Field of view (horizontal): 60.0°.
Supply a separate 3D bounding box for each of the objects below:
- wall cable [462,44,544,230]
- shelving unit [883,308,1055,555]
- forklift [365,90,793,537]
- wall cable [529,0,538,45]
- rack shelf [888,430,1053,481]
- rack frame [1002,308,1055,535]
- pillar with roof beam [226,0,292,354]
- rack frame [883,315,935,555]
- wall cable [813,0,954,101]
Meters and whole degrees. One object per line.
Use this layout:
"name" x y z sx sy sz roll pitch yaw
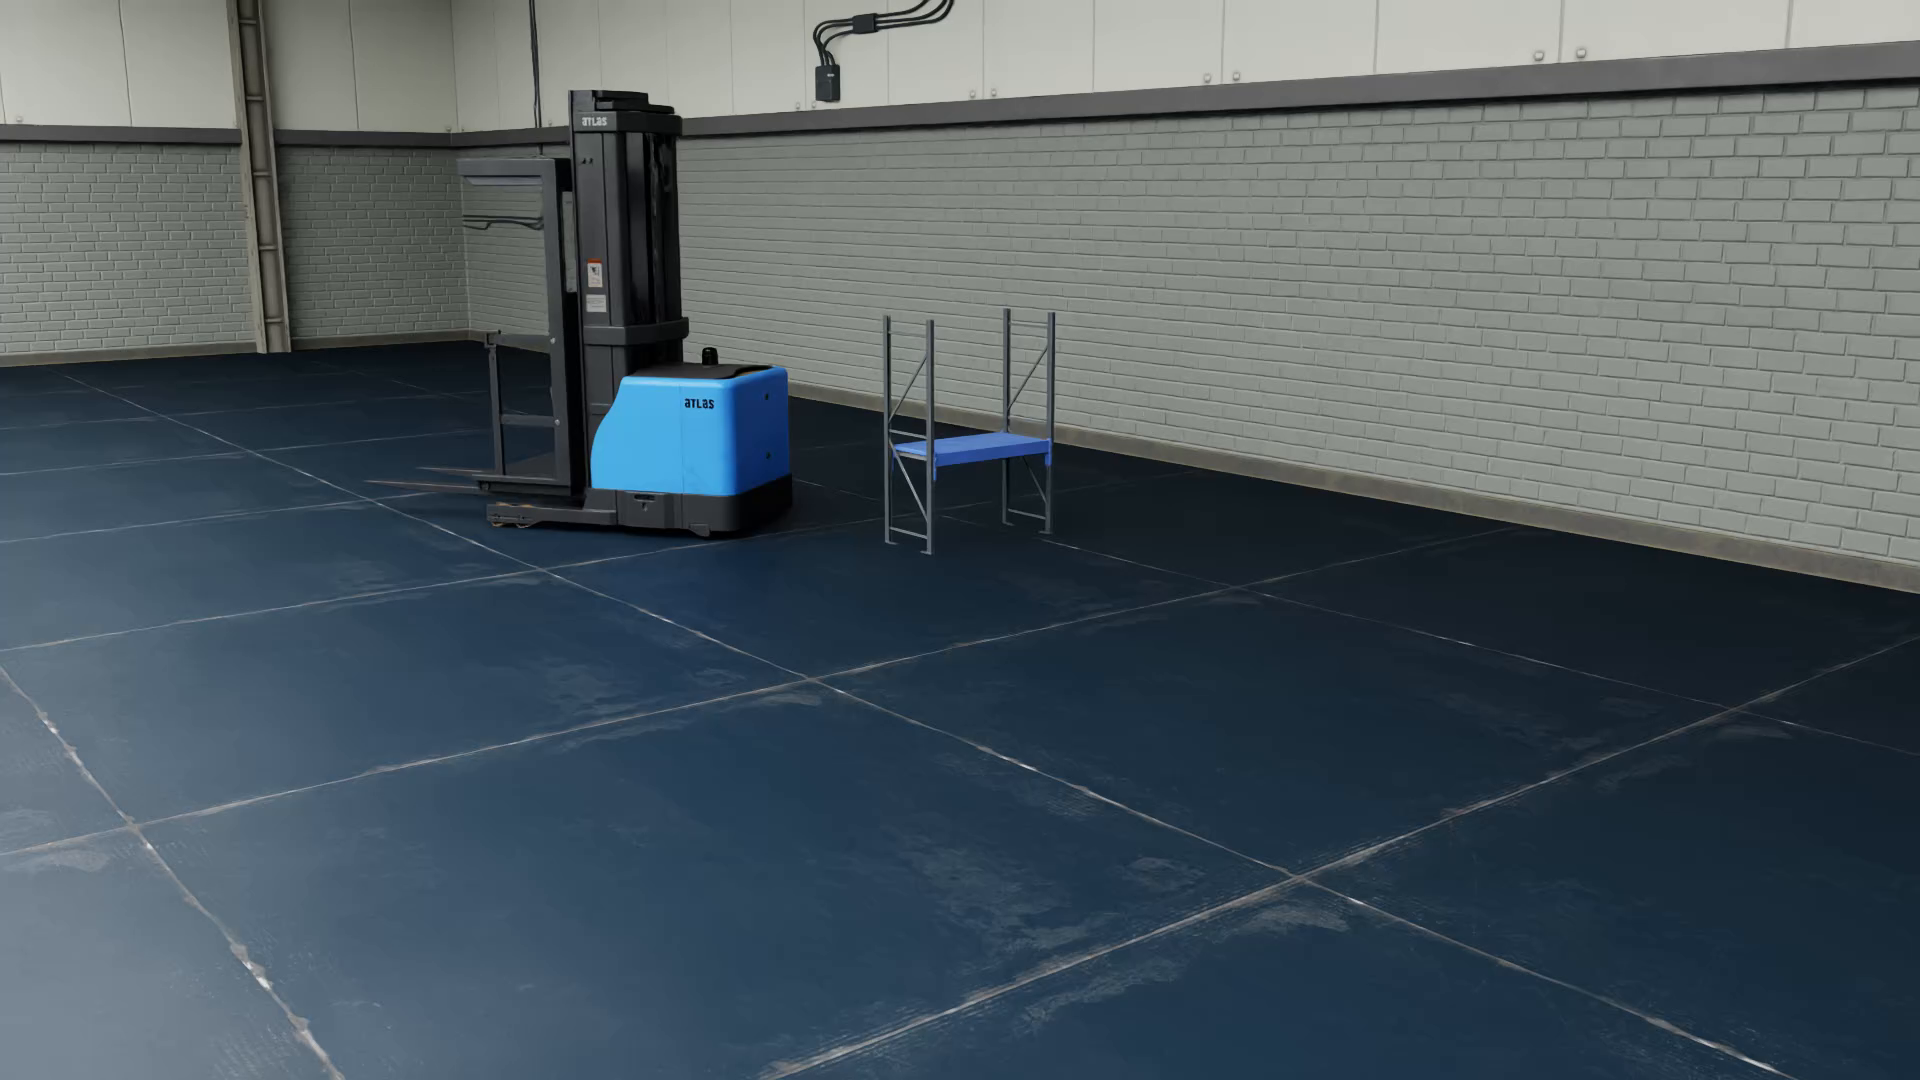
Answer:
"wall cable" -6.692 -5.743 23.984 0.112 2.526 3.097 -9 15 -38
"shelving unit" 0.067 -0.745 11.025 1.048 1.500 0.538 -9 15 -38
"forklift" -2.776 -1.612 11.665 3.031 2.935 1.130 4 13 17
"wall cable" -5.002 -7.774 21.393 0.112 2.526 3.097 -9 15 -38
"rack shelf" 0.067 -0.569 11.062 1.000 0.185 0.538 -9 15 -38
"rack frame" 0.464 -0.811 11.336 0.032 1.500 0.500 -9 15 -38
"pillar with roof beam" -7.130 -6.396 19.583 0.400 9.000 9.100 -9 15 -38
"rack frame" -0.330 -0.679 10.714 0.032 1.500 0.500 -9 15 -38
"wall cable" -0.774 -7.383 16.047 0.169 6.003 2.305 -9 15 -38
